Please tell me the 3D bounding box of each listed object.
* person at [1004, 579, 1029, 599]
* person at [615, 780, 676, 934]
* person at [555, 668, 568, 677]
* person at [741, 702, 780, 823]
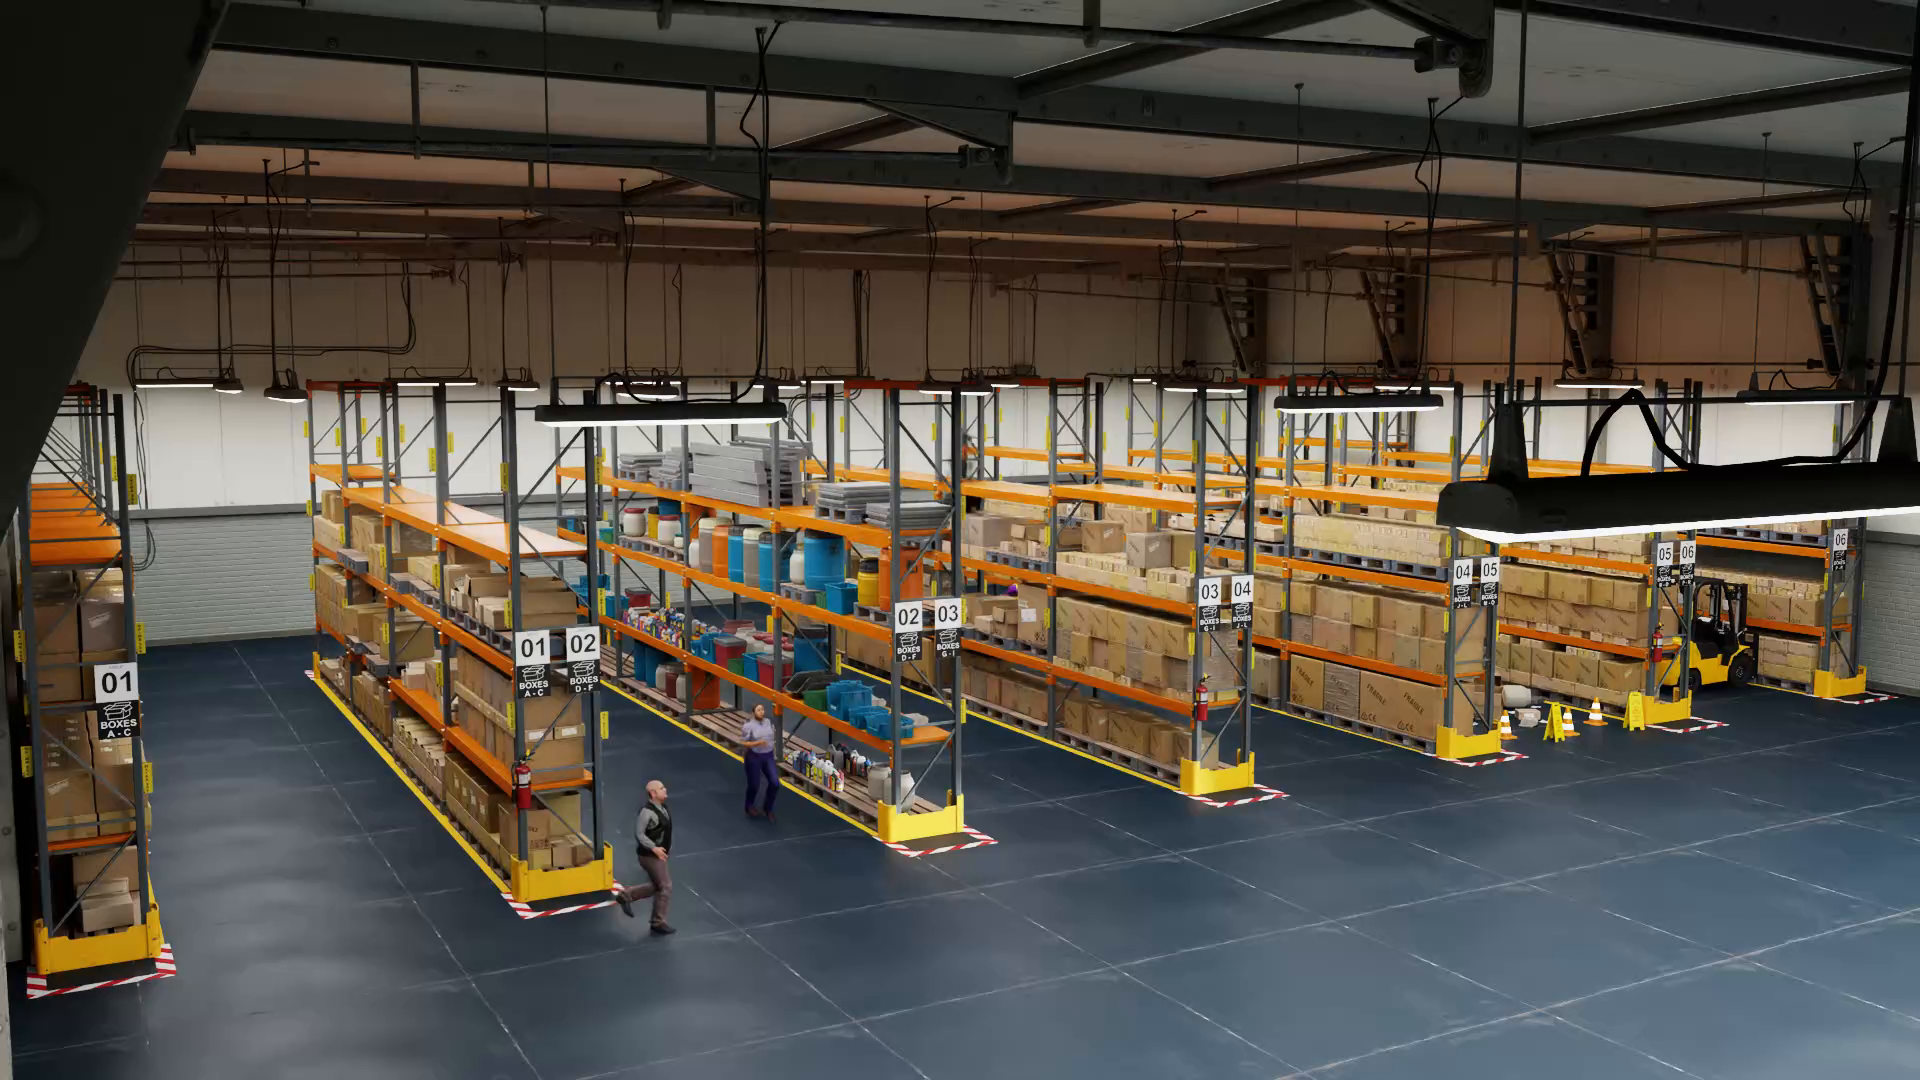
[{"bbox_3d":[1.364,1.538,34.885,0.675,1.815,0.689,-5,8,-40],"label":"person"},{"bbox_3d":[-3.513,3.524,18.591,0.708,1.724,0.672,1,6,5],"label":"person"},{"bbox_3d":[-7.060,2.382,29.111,0.661,1.745,0.732,-5,8,-42],"label":"person"},{"bbox_3d":[-2.757,3.083,23.002,0.582,1.695,0.680,-4,7,-32],"label":"person"}]
